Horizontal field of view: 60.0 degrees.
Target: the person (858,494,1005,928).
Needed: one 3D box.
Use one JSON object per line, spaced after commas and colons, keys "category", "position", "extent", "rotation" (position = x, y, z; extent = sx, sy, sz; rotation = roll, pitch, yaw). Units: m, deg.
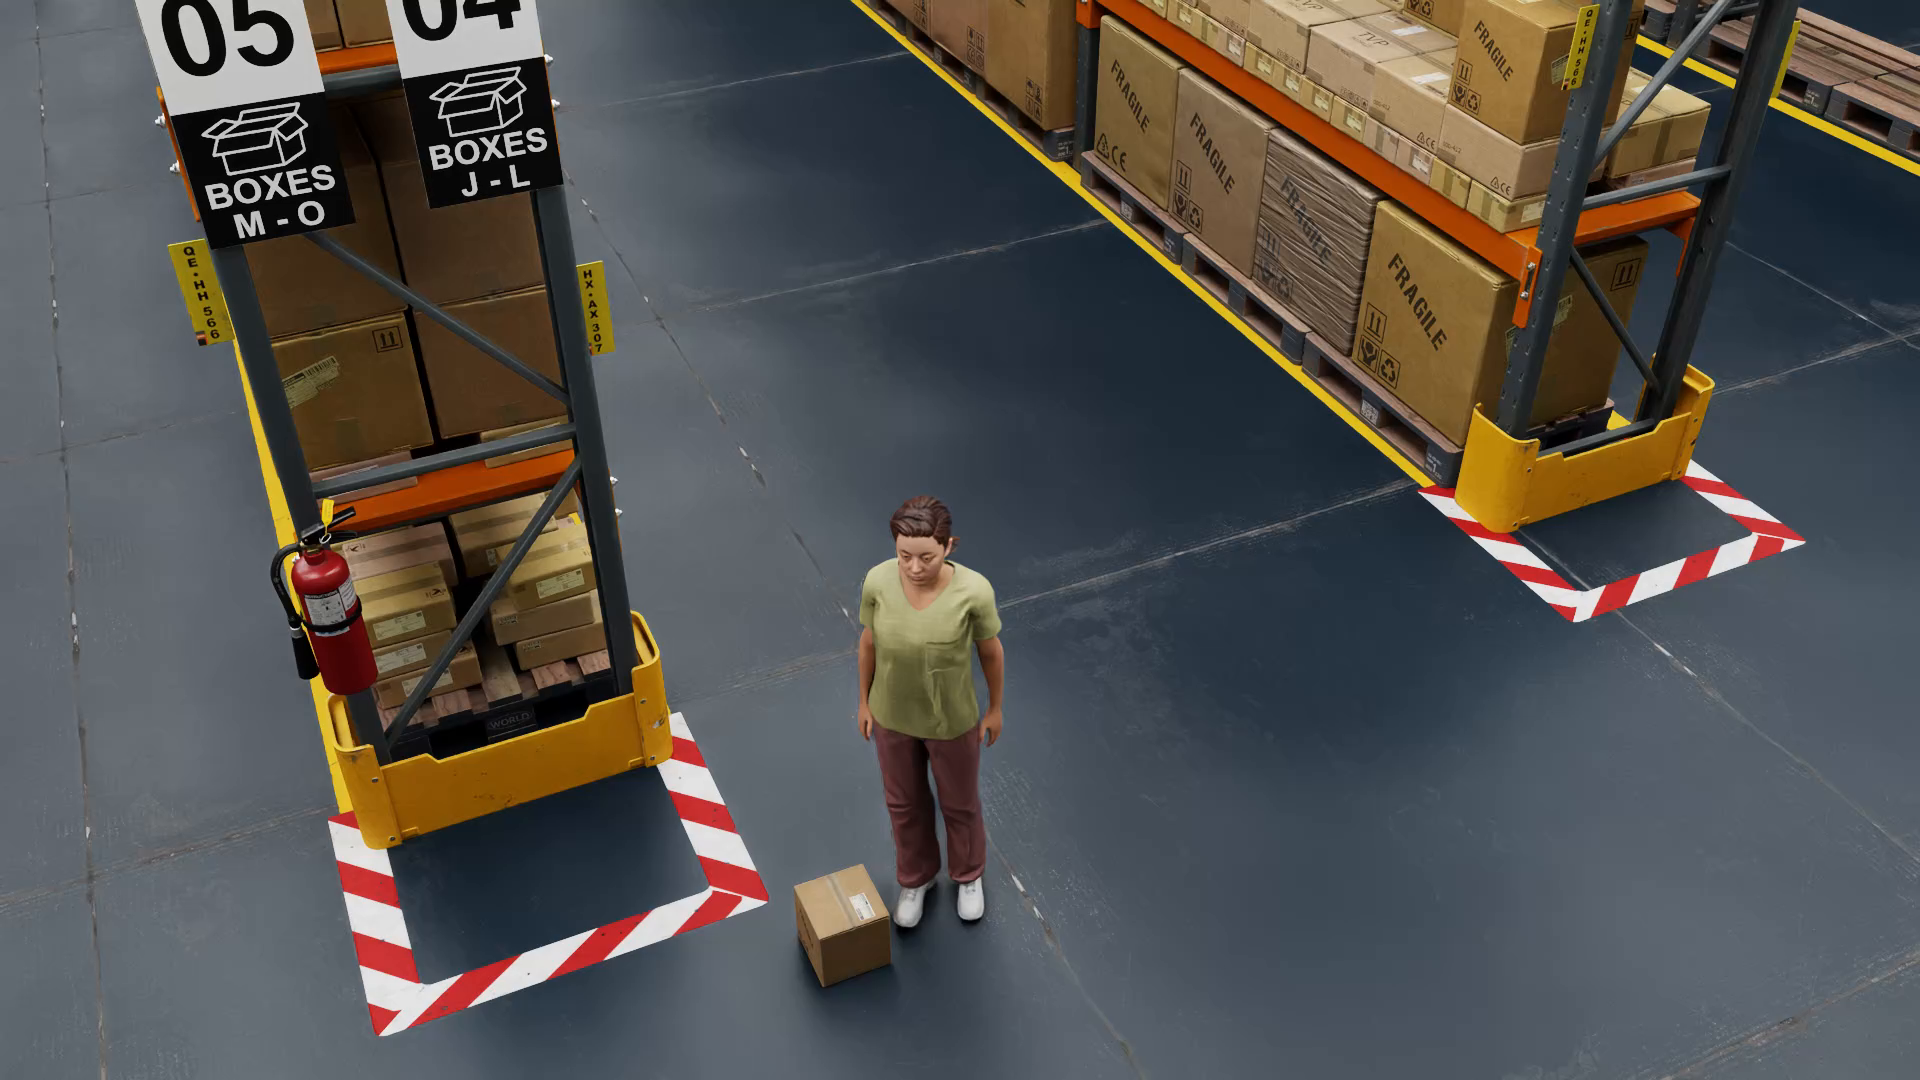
{"category": "person", "position": [-0.109, 0.578, 5.384], "extent": [0.473, 1.675, 0.424], "rotation": [9, 38, 11]}
